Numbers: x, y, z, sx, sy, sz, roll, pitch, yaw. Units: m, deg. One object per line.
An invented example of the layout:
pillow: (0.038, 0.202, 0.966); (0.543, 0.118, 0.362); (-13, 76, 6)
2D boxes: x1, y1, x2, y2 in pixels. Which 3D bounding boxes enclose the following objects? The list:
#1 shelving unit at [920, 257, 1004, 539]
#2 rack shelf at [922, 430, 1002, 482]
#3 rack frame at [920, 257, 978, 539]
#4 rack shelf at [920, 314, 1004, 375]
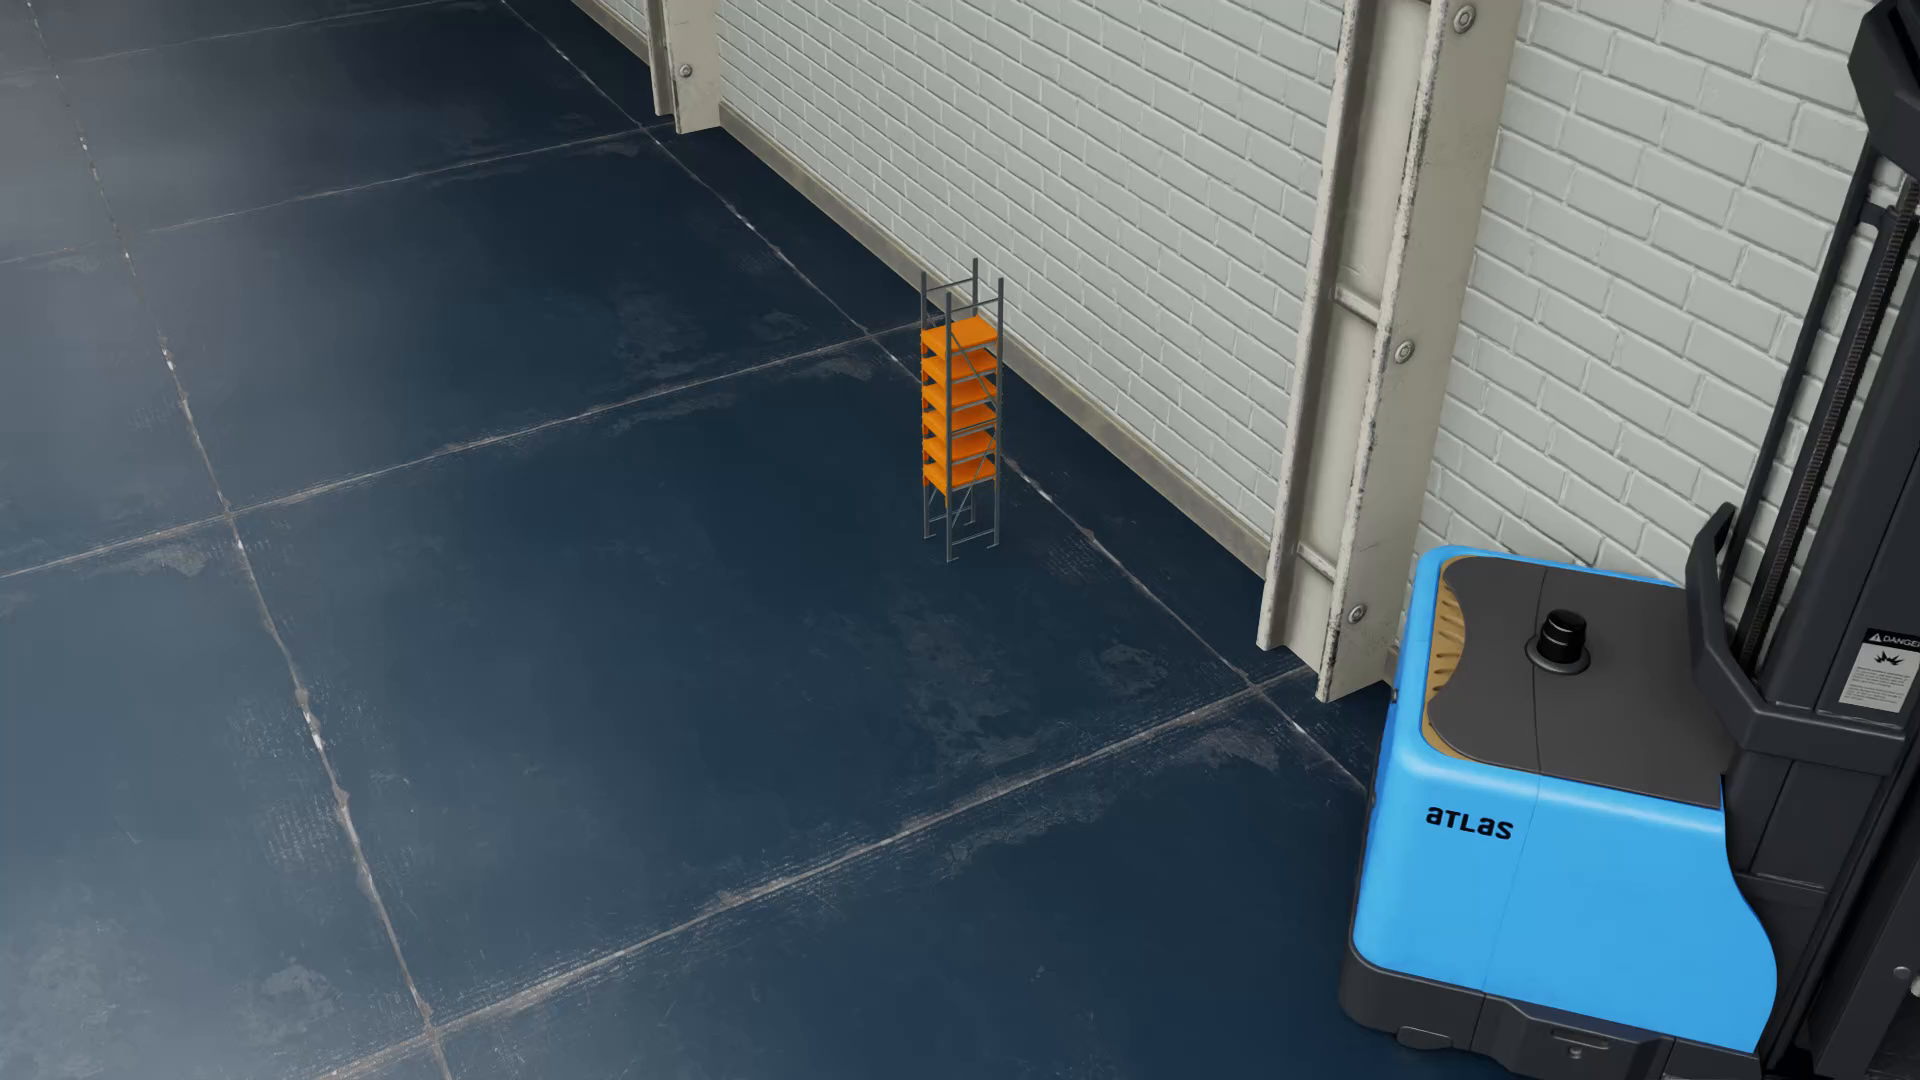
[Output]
shelving unit: (-7.825, -5.445, 12.679); (5.752, 1.800, 21.905); (-19, 40, -24)
rack shelf: (0.007, -0.344, 6.483); (0.258, 0.103, 0.180); (-19, 40, -24)
rack frame: (-0.039, -0.524, 6.450); (0.240, 1.200, 0.006); (-19, 40, -24)
rack shelf: (0.007, -0.732, 6.200); (0.258, 0.103, 0.180); (-19, 40, -24)
